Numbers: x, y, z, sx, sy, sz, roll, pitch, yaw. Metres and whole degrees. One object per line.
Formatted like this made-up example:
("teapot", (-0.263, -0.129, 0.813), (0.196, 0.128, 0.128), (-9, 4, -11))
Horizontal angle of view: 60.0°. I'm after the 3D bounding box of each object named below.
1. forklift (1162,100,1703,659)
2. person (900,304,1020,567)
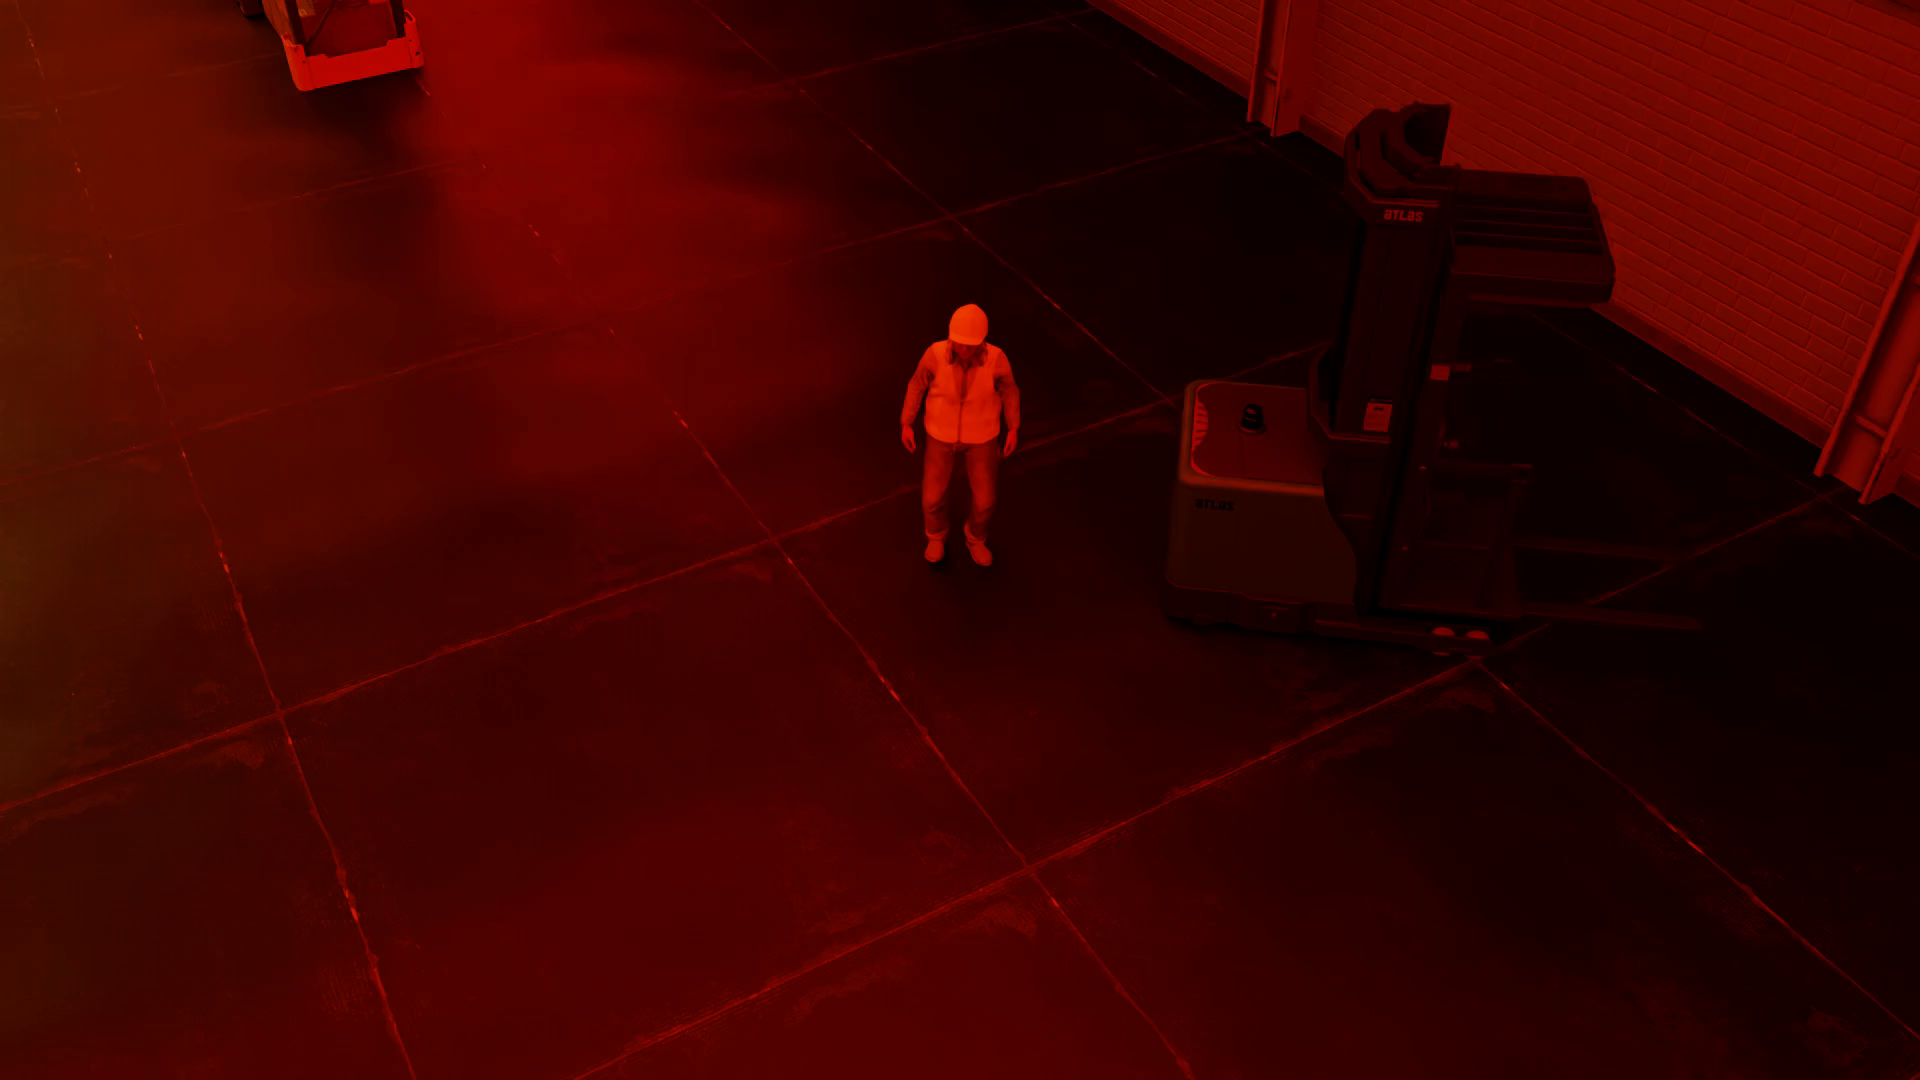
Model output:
("forklift", (2.746, -0.813, 9.017), (3.031, 2.935, 1.130), (6, 40, 7))
("person", (0.000, -0.628, 9.736), (0.695, 1.745, 0.432), (3, 40, 4))
